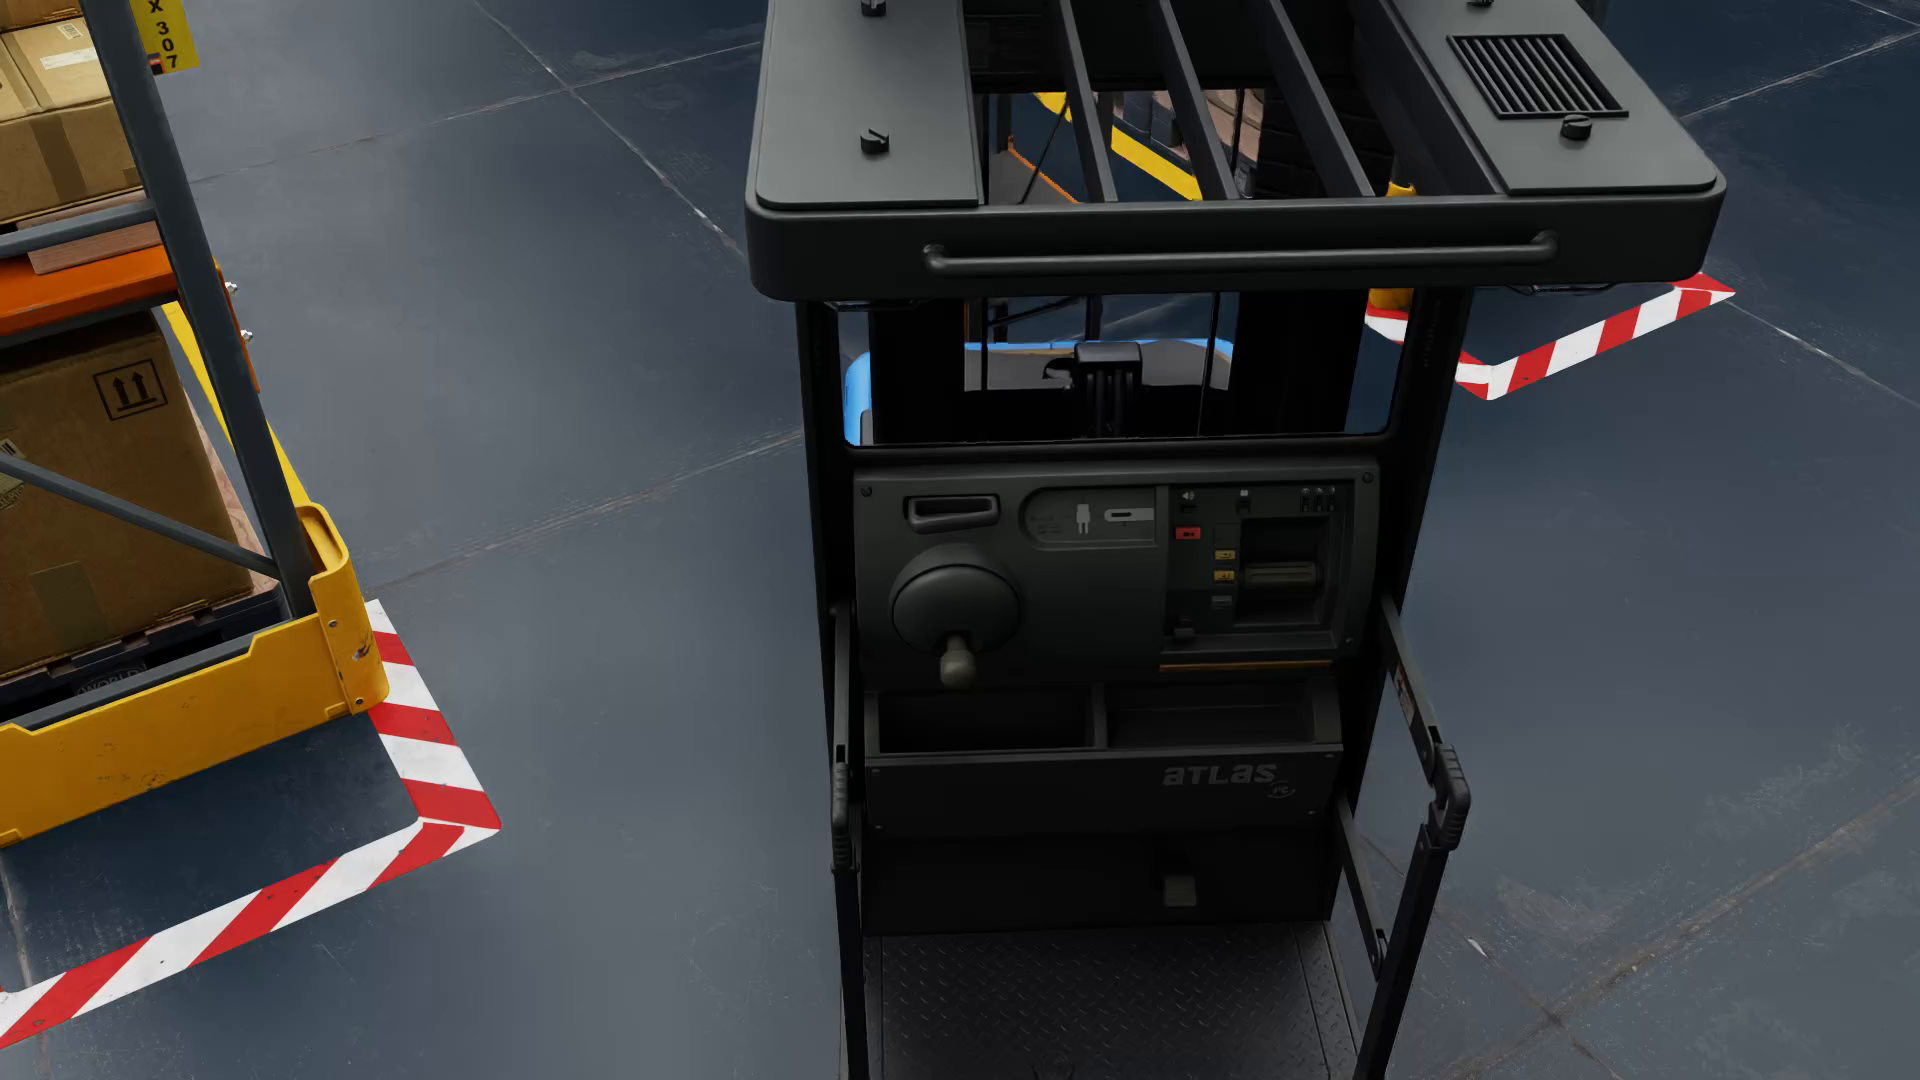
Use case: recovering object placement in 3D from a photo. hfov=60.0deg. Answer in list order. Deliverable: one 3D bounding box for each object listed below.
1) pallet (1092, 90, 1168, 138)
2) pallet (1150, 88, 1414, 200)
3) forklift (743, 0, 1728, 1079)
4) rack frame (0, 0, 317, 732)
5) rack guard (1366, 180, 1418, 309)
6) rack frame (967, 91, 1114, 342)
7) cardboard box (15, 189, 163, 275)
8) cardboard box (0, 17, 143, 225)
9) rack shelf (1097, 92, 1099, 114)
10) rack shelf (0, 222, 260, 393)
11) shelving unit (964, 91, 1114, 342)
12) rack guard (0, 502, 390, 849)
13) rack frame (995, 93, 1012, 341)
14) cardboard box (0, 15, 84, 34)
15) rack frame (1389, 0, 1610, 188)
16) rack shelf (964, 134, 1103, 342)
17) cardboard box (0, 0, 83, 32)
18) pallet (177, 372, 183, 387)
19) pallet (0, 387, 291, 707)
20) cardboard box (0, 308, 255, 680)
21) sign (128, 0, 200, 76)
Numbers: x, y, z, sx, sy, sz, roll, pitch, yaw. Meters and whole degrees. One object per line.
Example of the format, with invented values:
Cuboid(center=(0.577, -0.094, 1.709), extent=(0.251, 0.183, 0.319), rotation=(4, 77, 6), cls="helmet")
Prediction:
Cuboid(center=(0.917, -2.358, 7.915), extent=(1.003, 0.211, 1.213), rotation=(-22, 45, -24), cls="pallet")
Cuboid(center=(1.569, -1.700, 7.125), extent=(1.003, 0.211, 1.213), rotation=(-22, 45, -24), cls="pallet")
Cuboid(center=(0.290, 0.135, 2.799), extent=(1.130, 2.935, 3.031), rotation=(-2, 40, -2), cls="forklift")
Cuboid(center=(-2.196, -0.608, 3.637), extent=(1.000, 3.000, 0.127), rotation=(-22, 45, -24), cls="rack frame")
Cuboid(center=(2.004, -1.344, 6.473), extent=(1.175, 0.500, 0.348), rotation=(-22, 45, -24), cls="rack guard")
Cuboid(center=(0.195, -0.592, 4.320), extent=(0.400, 2.100, 0.015), rotation=(-19, 44, -21), cls="rack frame")
Cuboid(center=(-2.109, -0.817, 4.083), extent=(0.380, 0.149, 0.250), rotation=(-22, 44, -24), cls="cardboard box")
Cuboid(center=(-2.227, -1.017, 4.012), extent=(0.500, 0.250, 0.500), rotation=(-23, 45, -25), cls="cardboard box")
Cuboid(center=(0.078, -1.256, 4.045), extent=(0.431, 0.518, 0.480), rotation=(-19, 44, -21), cls="rack shelf")
Cuboid(center=(-3.272, -1.411, 5.162), extent=(1.077, 0.370, 4.000), rotation=(-22, 45, -24), cls="rack shelf")
Cuboid(center=(0.079, -0.729, 4.484), extent=(0.431, 2.100, 0.503), rotation=(-19, 44, -21), cls="shelving unit")
Cuboid(center=(-2.183, 0.365, 4.421), extent=(1.175, 0.500, 0.348), rotation=(-22, 45, -24), cls="rack guard")
Cuboid(center=(-0.038, -0.866, 4.649), extent=(0.400, 2.100, 0.015), rotation=(-19, 44, -21), cls="rack frame")
Cuboid(center=(-2.512, -1.295, 4.346), extent=(0.500, 0.250, 0.500), rotation=(-23, 45, -25), cls="cardboard box")
Cuboid(center=(1.980, -2.313, 5.683), extent=(1.000, 3.000, 0.127), rotation=(-22, 45, -24), cls="rack frame")
Cuboid(center=(0.079, -0.719, 4.493), extent=(0.431, 0.518, 0.480), rotation=(-19, 44, -21), cls="rack shelf")
Cuboid(center=(-2.496, -1.575, 4.096), extent=(0.500, 0.500, 0.500), rotation=(-23, 45, -25), cls="cardboard box")
Cuboid(center=(-3.344, -0.599, 5.804), extent=(1.003, 0.211, 1.213), rotation=(-22, 45, -24), cls="pallet")
Cuboid(center=(-2.692, 0.059, 5.015), extent=(1.003, 0.211, 1.213), rotation=(-22, 45, -24), cls="pallet")
Cuboid(center=(-2.608, -0.271, 4.564), extent=(0.875, 0.875, 0.875), rotation=(-22, 45, -24), cls="cardboard box")
Cuboid(center=(-1.725, -1.159, 3.559), extent=(0.100, 0.325, 0.005), rotation=(-22, 45, -24), cls="sign")
